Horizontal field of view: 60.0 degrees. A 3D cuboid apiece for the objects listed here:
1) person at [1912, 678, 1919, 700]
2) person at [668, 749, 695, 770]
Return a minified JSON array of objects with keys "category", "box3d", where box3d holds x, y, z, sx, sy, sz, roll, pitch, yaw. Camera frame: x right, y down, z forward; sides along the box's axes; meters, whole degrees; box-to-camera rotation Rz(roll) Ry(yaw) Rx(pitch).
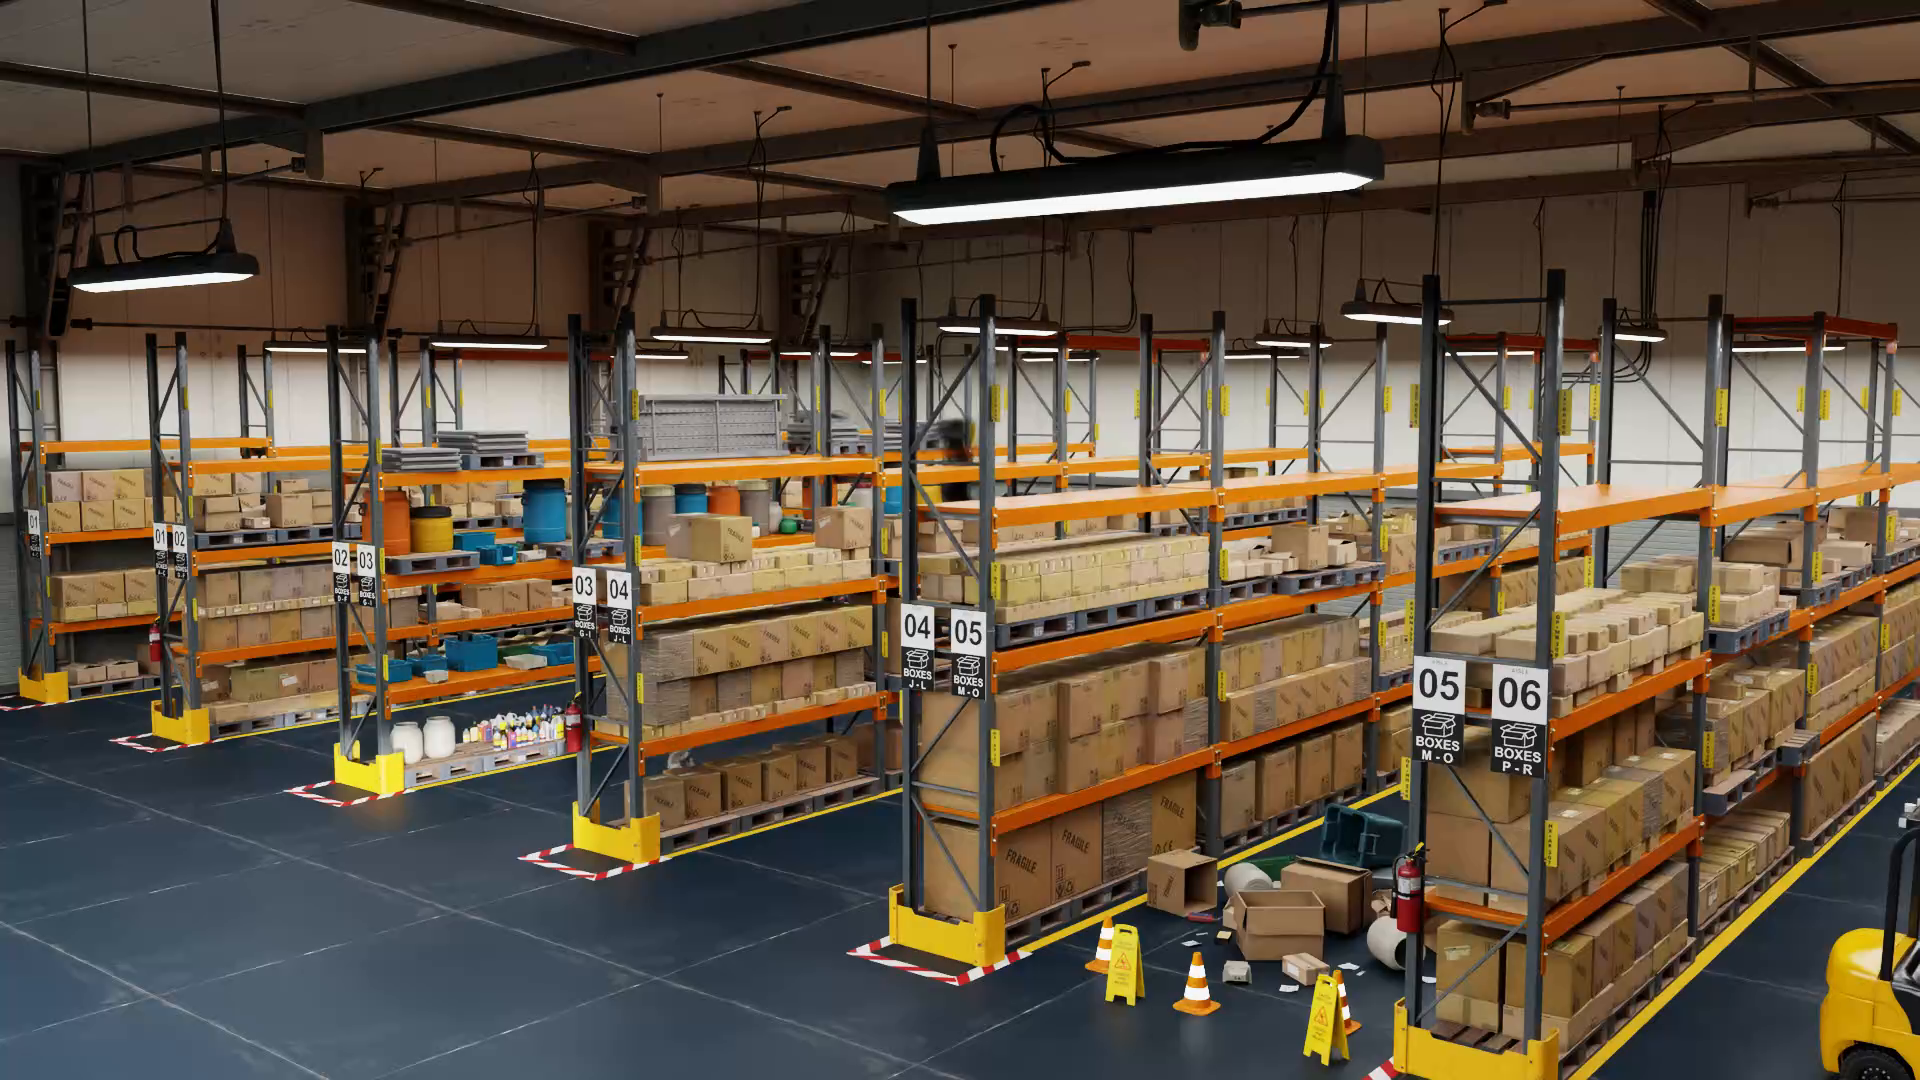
[{"category":"person","box3d":[14.820,2.035,25.304,0.944,1.652,0.583,4,6,37]},{"category":"person","box3d":[-3.667,2.346,21.631,0.680,1.753,0.951,2,6,21]}]
